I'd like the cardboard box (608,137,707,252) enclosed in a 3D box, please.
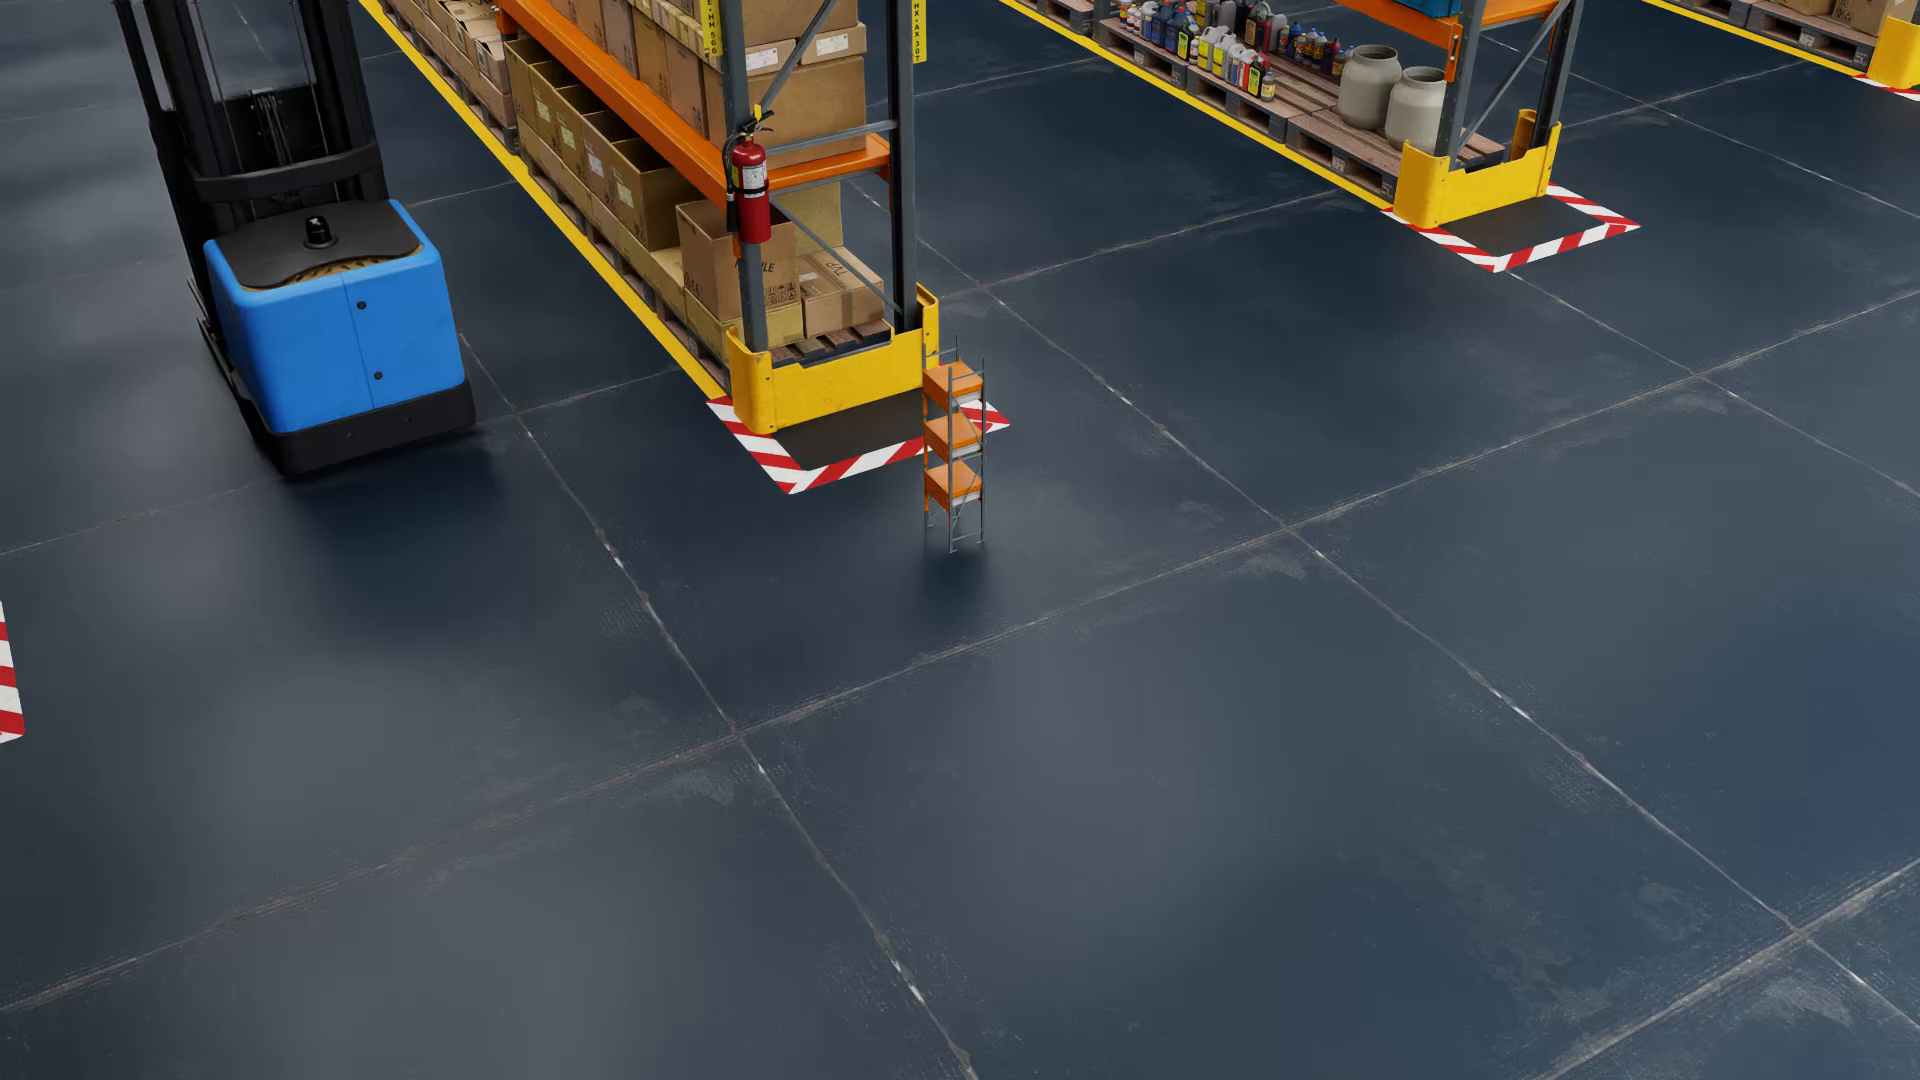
[{"bbox_3d":[-1.742,-2.094,9.914,0.500,0.500,0.500,-19,40,-24],"label":"cardboard box"}]

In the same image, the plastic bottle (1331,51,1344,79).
[{"bbox_3d":[2.891,-3.624,12.669,0.097,0.201,0.097,0,36,0],"label":"plastic bottle"}]

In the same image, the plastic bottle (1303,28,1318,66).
[{"bbox_3d":[2.720,-3.826,12.885,0.097,0.271,0.097,0,36,0],"label":"plastic bottle"}]

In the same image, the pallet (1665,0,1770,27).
[{"bbox_3d":[6.842,-4.934,14.826,1.003,0.211,1.213,-19,40,-24],"label":"pallet"}]

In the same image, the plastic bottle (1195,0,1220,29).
[{"bbox_3d":[2.023,-4.369,13.562,0.144,0.351,0.185,-19,40,-24],"label":"plastic bottle"}]

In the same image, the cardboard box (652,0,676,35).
[{"bbox_3d":[-1.443,-2.874,9.008,0.380,0.149,0.250,-18,40,-23],"label":"cardboard box"}]

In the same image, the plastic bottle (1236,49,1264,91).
[{"bbox_3d":[2.180,-3.528,12.474,0.152,0.276,0.135,-19,40,-24],"label":"plastic bottle"}]

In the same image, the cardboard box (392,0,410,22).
[{"bbox_3d":[-4.457,-4.570,13.939,0.500,0.250,0.500,-20,41,-25],"label":"cardboard box"}]

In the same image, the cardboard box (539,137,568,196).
[{"bbox_3d":[-2.492,-2.557,11.184,0.500,0.250,0.500,-19,40,-24],"label":"cardboard box"}]

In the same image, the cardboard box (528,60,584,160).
[{"bbox_3d":[-2.490,-2.861,10.964,0.500,0.500,0.500,-19,40,-24],"label":"cardboard box"}]

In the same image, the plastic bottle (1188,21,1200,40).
[{"bbox_3d":[1.822,-3.928,13.025,0.097,0.271,0.097,0,36,0],"label":"plastic bottle"}]

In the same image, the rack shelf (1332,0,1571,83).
[{"bbox_3d":[2.579,-4.237,12.117,1.077,0.370,4.000,-19,40,-24],"label":"rack shelf"}]

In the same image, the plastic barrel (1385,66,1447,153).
[{"bbox_3d":[3.188,-2.985,11.547,0.421,0.512,0.421,0,36,0],"label":"plastic barrel"}]

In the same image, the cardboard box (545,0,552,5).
[{"bbox_3d":[-2.482,-3.897,10.958,0.700,0.500,0.500,-20,41,-25],"label":"cardboard box"}]

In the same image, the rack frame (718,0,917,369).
[{"bbox_3d":[-0.700,-2.041,8.502,1.000,3.000,0.127,-19,40,-24],"label":"rack frame"}]

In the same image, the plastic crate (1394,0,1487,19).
[{"bbox_3d":[3.074,-3.614,10.781,0.499,0.251,0.616,-19,40,-24],"label":"plastic crate"}]

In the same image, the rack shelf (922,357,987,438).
[{"bbox_3d":[-0.027,-0.672,7.817,0.215,0.259,0.240,-19,40,-24],"label":"rack shelf"}]

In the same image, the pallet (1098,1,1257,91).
[{"bbox_3d":[1.876,-4.066,13.638,1.003,0.211,1.213,-19,40,-24],"label":"pallet"}]

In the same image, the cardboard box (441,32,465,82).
[{"bbox_3d":[-3.679,-3.785,12.865,0.500,0.250,0.500,-18,40,-23],"label":"cardboard box"}]

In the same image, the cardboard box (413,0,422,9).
[{"bbox_3d":[-4.185,-4.526,13.404,0.500,0.311,0.500,-20,41,-25],"label":"cardboard box"}]

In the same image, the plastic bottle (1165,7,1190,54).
[{"bbox_3d":[1.716,-4.024,13.089,0.144,0.351,0.185,-21,41,-26],"label":"plastic bottle"}]

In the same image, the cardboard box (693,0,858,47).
[{"bbox_3d":[-0.951,-2.874,8.458,0.700,0.500,0.500,-19,40,-24],"label":"cardboard box"}]

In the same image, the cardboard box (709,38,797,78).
[{"bbox_3d":[-1.057,-2.482,8.470,0.380,0.149,0.250,-20,40,-25],"label":"cardboard box"}]

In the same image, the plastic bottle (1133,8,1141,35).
[{"bbox_3d":[1.458,-4.198,13.455,0.097,0.201,0.097,0,36,0],"label":"plastic bottle"}]

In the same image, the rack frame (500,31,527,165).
[{"bbox_3d":[-2.710,-4.081,11.295,1.000,3.000,0.127,-19,40,-24],"label":"rack frame"}]

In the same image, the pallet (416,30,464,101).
[{"bbox_3d":[-3.731,-3.942,13.468,1.003,0.211,1.213,-19,40,-24],"label":"pallet"}]

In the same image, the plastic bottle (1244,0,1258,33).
[{"bbox_3d":[2.362,-4.216,13.409,0.061,0.283,0.133,-16,39,-21],"label":"plastic bottle"}]

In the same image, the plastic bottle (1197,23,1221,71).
[{"bbox_3d":[1.930,-3.807,12.792,0.144,0.351,0.185,-19,40,-24],"label":"plastic bottle"}]

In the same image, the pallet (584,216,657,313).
[{"bbox_3d":[-1.730,-1.914,10.692,1.003,0.211,1.213,-19,40,-24],"label":"pallet"}]

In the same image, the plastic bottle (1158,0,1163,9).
[{"bbox_3d":[1.634,-4.210,13.402,0.061,0.283,0.133,-19,40,-24],"label":"plastic bottle"}]

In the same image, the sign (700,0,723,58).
[{"bbox_3d":[-1.177,-2.451,7.880,0.100,0.325,0.005,-19,40,-24],"label":"sign"}]

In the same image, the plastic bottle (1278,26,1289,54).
[{"bbox_3d":[2.567,-3.953,13.118,0.097,0.201,0.097,0,36,0],"label":"plastic bottle"}]

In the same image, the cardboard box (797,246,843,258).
[{"bbox_3d":[-1.032,-1.694,10.001,0.500,0.250,0.500,-19,40,-24],"label":"cardboard box"}]

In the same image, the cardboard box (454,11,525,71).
[{"bbox_3d":[-3.428,-3.752,12.343,0.500,0.311,0.500,-18,40,-23],"label":"cardboard box"}]

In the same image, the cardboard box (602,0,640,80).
[{"bbox_3d":[-1.704,-3.112,9.883,0.700,0.500,0.500,-18,40,-23],"label":"cardboard box"}]

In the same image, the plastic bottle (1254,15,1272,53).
[{"bbox_3d":[2.393,-4.006,13.122,0.061,0.283,0.133,-19,40,-24],"label":"plastic bottle"}]

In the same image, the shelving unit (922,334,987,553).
[{"bbox_3d":[-0.027,-0.451,7.978,0.215,1.050,0.252,-19,40,-24],"label":"shelving unit"}]

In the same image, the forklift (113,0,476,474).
[{"bbox_3d":[-3.832,-2.367,9.006,1.130,2.935,3.031,-20,41,-25],"label":"forklift"}]

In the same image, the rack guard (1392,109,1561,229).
[{"bbox_3d":[3.505,-2.522,11.280,1.175,0.500,0.348,-19,40,-24],"label":"rack guard"}]

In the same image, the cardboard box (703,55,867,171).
[{"bbox_3d":[-0.924,-2.323,8.803,0.700,0.500,0.500,-19,40,-24],"label":"cardboard box"}]

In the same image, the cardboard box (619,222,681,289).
[{"bbox_3d":[-1.740,-1.792,10.136,0.500,0.250,0.500,-19,40,-24],"label":"cardboard box"}]
